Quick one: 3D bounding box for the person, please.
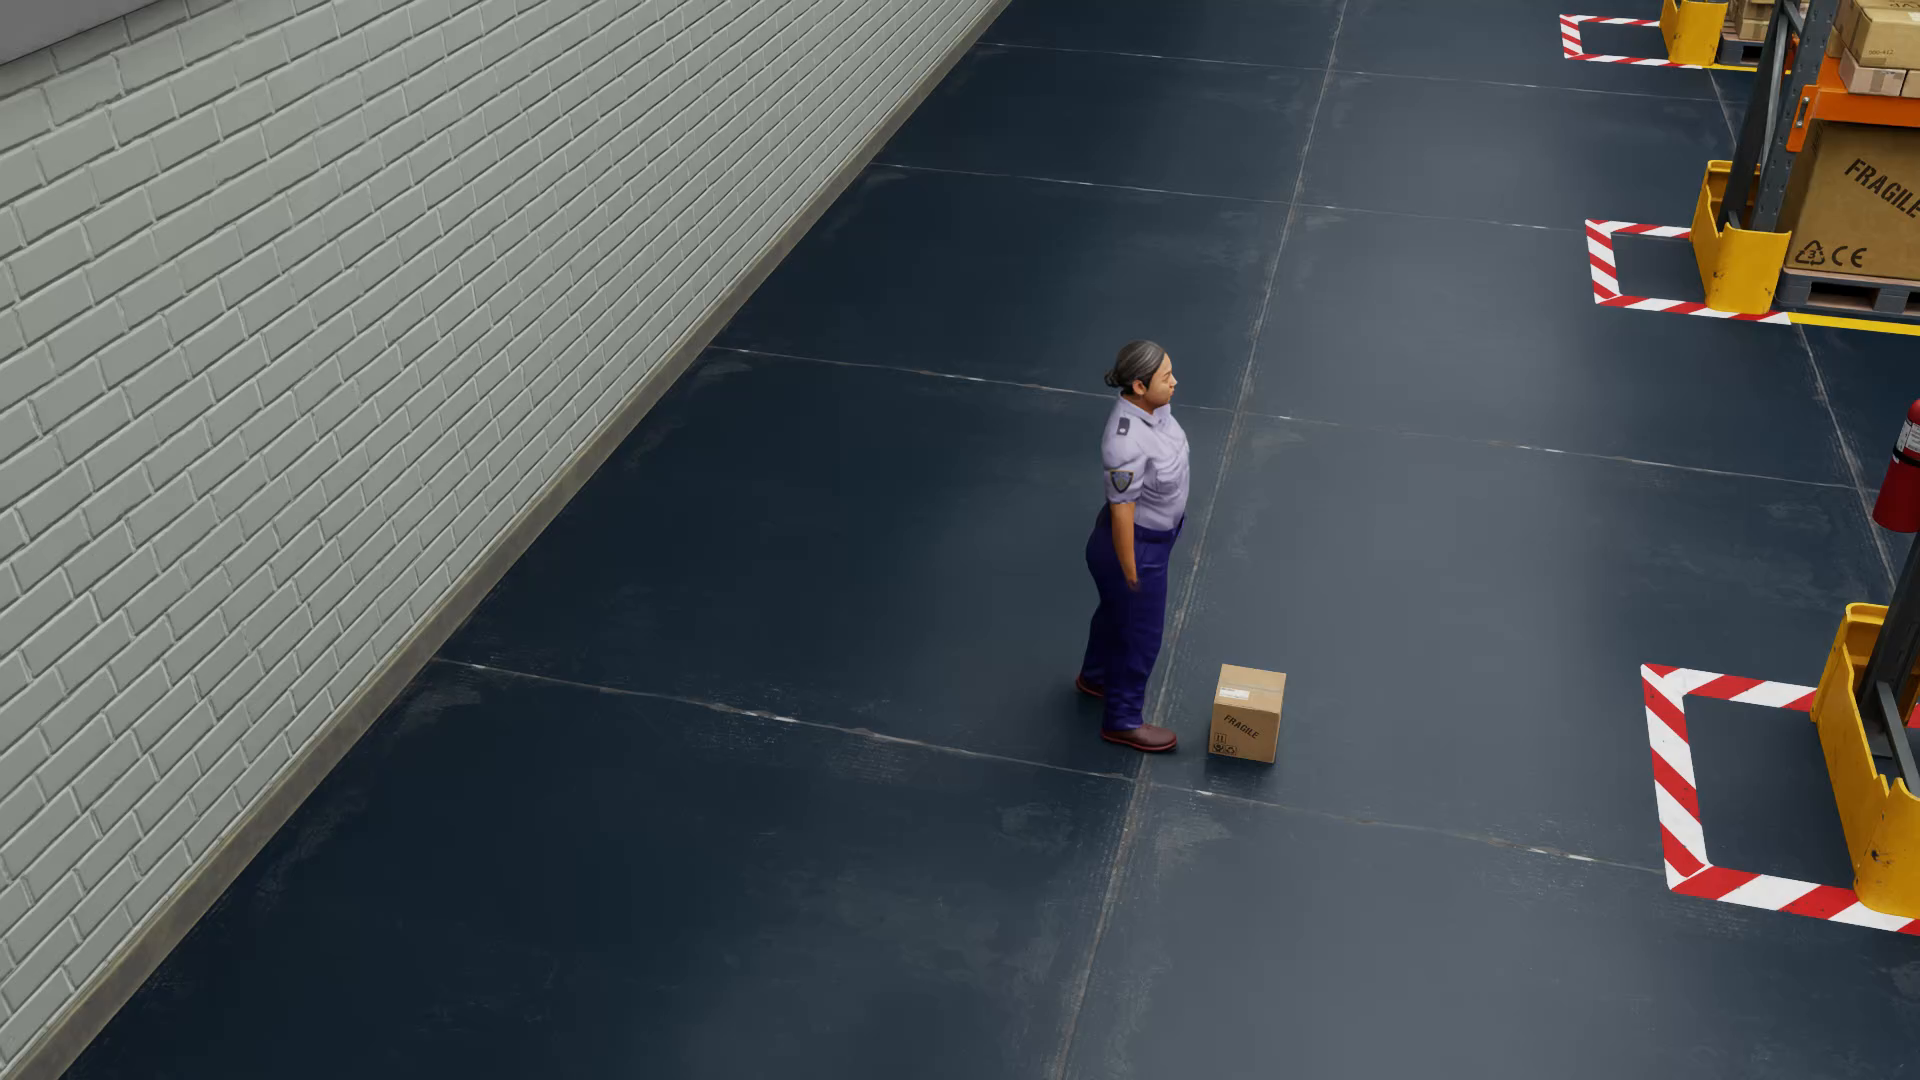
[{"bbox_3d":[0.652,0.031,6.138,0.454,1.685,0.473,9,34,13],"label":"person"}]
